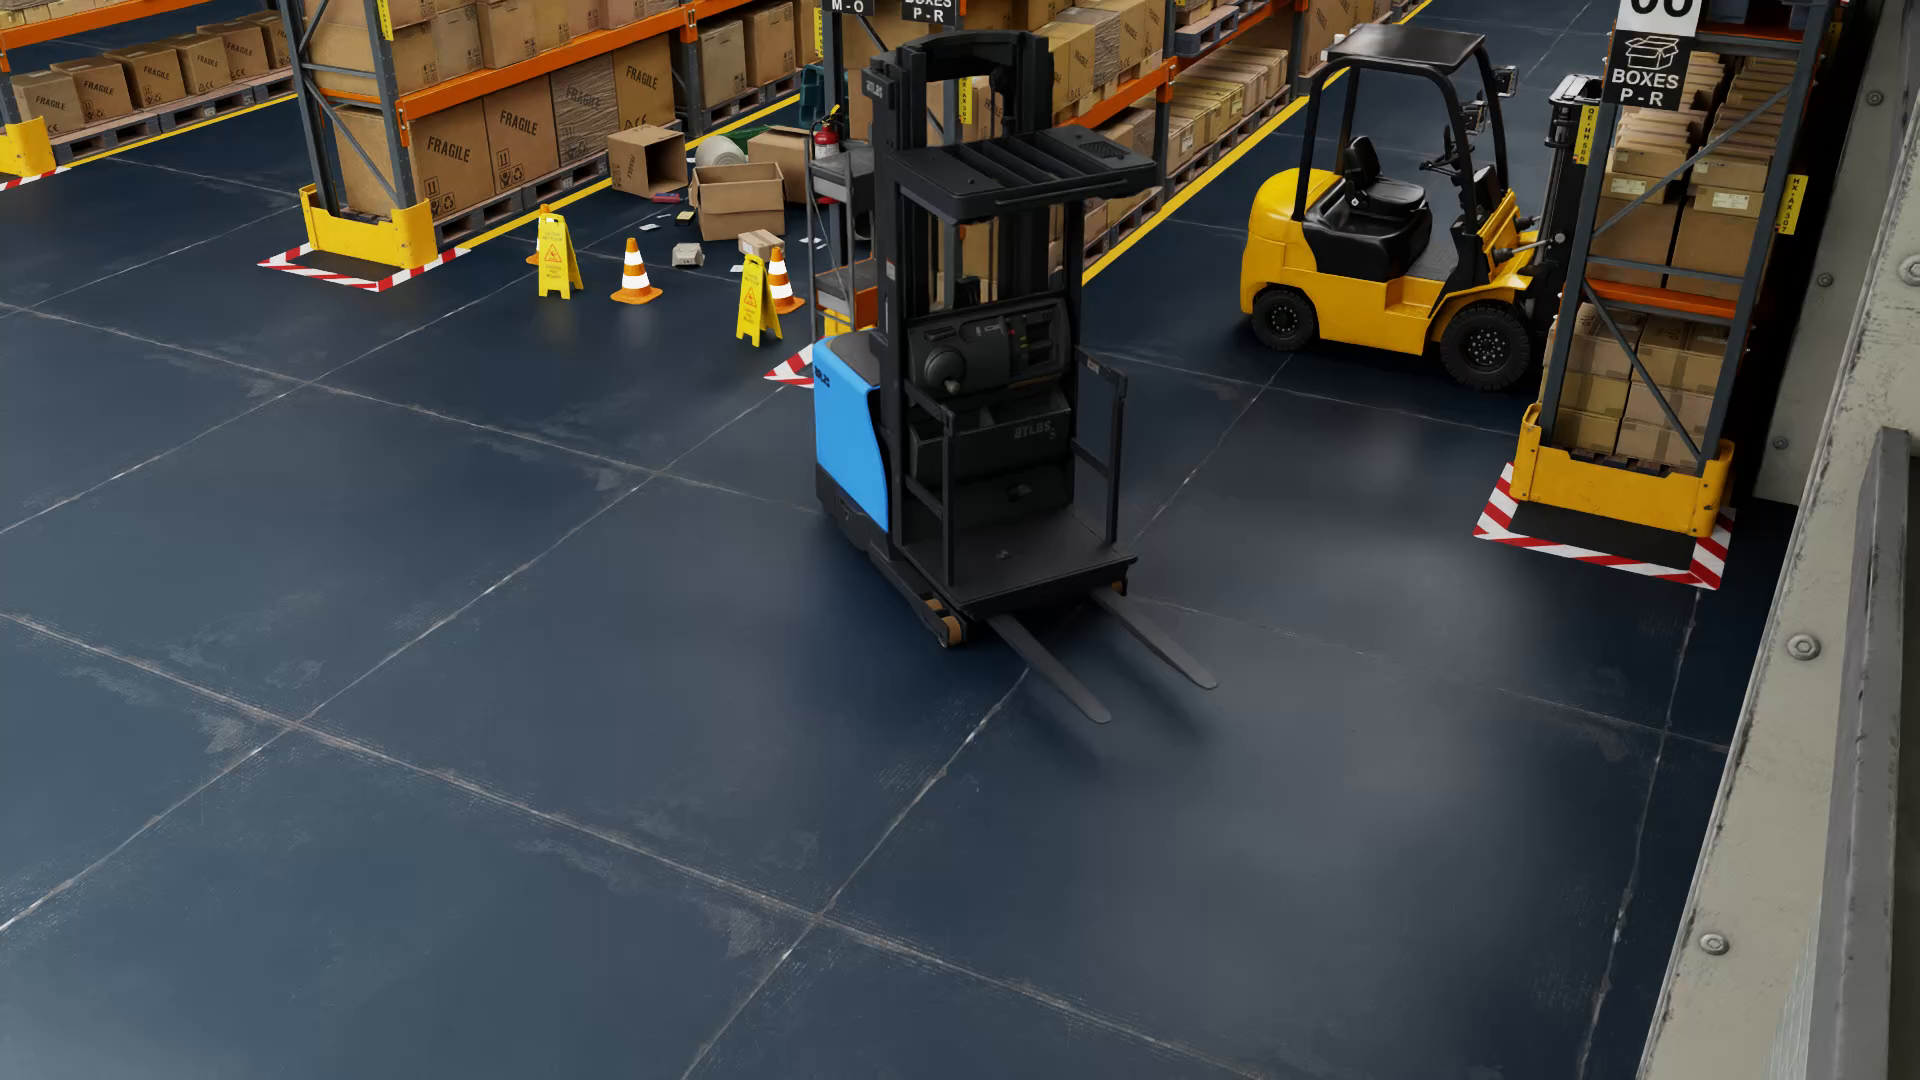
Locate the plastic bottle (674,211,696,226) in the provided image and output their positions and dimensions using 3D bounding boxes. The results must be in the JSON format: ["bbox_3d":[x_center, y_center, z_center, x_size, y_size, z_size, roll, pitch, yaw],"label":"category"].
[{"bbox_3d":[-2.411,-2.840,14.633,0.133,0.061,0.283,4,30,6],"label":"plastic bottle"}]

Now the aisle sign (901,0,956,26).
[{"bbox_3d":[-0.203,-3.674,10.526,0.394,0.787,0.004,14,33,23],"label":"aisle sign"}]

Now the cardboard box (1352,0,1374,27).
[{"bbox_3d":[4.400,-6.530,19.821,0.875,0.875,0.875,15,33,25],"label":"cardboard box"}]

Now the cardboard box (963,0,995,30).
[{"bbox_3d":[-0.176,-3.749,11.864,0.700,0.500,0.500,15,33,24],"label":"cardboard box"}]

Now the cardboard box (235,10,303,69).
[{"bbox_3d":[-7.669,-5.596,18.571,0.500,0.500,0.500,13,32,22],"label":"cardboard box"}]

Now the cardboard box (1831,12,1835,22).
[{"bbox_3d":[9.475,-5.654,18.671,0.500,0.500,0.500,14,33,23],"label":"cardboard box"}]

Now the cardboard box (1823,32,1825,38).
[{"bbox_3d":[6.489,-3.833,13.061,0.500,0.250,0.500,14,33,23],"label":"cardboard box"}]

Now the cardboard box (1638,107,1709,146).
[{"bbox_3d":[4.304,-2.513,10.063,0.380,0.149,0.250,15,33,24],"label":"cardboard box"}]

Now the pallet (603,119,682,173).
[{"bbox_3d":[-3.498,-3.968,16.447,1.003,0.211,1.213,14,33,23],"label":"pallet"}]

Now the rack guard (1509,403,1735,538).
[{"bbox_3d":[3.958,-0.426,9.990,1.175,0.500,0.348,14,33,23],"label":"rack guard"}]

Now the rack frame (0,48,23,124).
[{"bbox_3d":[-9.273,-4.893,15.258,1.000,3.000,0.127,14,33,23],"label":"rack frame"}]

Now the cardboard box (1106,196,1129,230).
[{"bbox_3d":[1.107,-2.846,14.034,0.500,0.250,0.500,13,32,22],"label":"cardboard box"}]

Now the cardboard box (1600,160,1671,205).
[{"bbox_3d":[3.878,-2.062,9.578,0.380,0.149,0.250,15,33,24],"label":"cardboard box"}]

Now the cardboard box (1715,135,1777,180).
[{"bbox_3d":[4.489,-2.178,9.481,0.380,0.149,0.250,15,33,25],"label":"cardboard box"}]

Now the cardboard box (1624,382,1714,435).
[{"bbox_3d":[4.368,-0.888,10.122,0.500,0.250,0.500,15,33,24],"label":"cardboard box"}]

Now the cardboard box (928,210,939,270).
[{"bbox_3d":[-0.318,-2.374,12.458,0.500,0.500,0.500,15,33,24],"label":"cardboard box"}]

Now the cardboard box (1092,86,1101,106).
[{"bbox_3d":[0.893,-3.540,13.154,0.380,0.149,0.250,14,33,22],"label":"cardboard box"}]

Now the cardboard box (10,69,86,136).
[{"bbox_3d":[-8.974,-4.264,16.252,0.500,0.500,0.500,21,36,32],"label":"cardboard box"}]

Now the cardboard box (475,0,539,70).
[{"bbox_3d":[-4.177,-4.431,14.304,0.875,0.550,0.550,14,33,23],"label":"cardboard box"}]

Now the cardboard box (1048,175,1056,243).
[{"bbox_3d":[0.407,-2.498,12.674,0.500,0.500,0.500,13,32,21],"label":"cardboard box"}]

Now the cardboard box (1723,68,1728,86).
[{"bbox_3d":[5.202,-3.300,11.732,0.380,0.149,0.250,14,33,23],"label":"cardboard box"}]

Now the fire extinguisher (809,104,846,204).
[{"bbox_3d":[-0.914,-2.665,11.457,0.296,0.674,0.183,14,33,23],"label":"fire extinguisher"}]

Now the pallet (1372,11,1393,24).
[{"bbox_3d":[4.731,-6.396,20.676,1.003,0.211,1.213,14,33,23],"label":"pallet"}]

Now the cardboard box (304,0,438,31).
[{"bbox_3d":[-4.700,-4.412,13.186,0.875,0.550,0.550,14,33,23],"label":"cardboard box"}]

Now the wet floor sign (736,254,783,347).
[{"bbox_3d":[-1.490,-1.782,12.206,0.232,0.644,0.267,-25,38,-36],"label":"wet floor sign"}]

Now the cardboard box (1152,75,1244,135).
[{"bbox_3d":[2.247,-4.322,16.481,0.950,0.372,0.625,15,33,25],"label":"cardboard box"}]

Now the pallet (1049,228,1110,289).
[{"bbox_3d":[0.542,-2.360,13.648,1.003,0.211,1.213,14,33,23],"label":"pallet"}]

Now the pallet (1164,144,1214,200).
[{"bbox_3d":[1.724,-3.554,15.728,1.003,0.211,1.213,14,33,23],"label":"pallet"}]

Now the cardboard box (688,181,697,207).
[{"bbox_3d":[-2.225,-3.131,14.935,0.396,0.266,0.258,21,36,32],"label":"cardboard box"}]

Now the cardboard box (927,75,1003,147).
[{"bbox_3d":[0.012,-2.964,11.501,0.500,0.500,0.500,14,33,23],"label":"cardboard box"}]

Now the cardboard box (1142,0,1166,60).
[{"bbox_3d":[1.390,-4.337,13.891,0.500,0.500,0.500,13,32,22],"label":"cardboard box"}]

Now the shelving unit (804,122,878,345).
[{"bbox_3d":[-0.581,-1.406,10.087,0.503,2.100,0.431,-25,38,-37],"label":"shelving unit"}]

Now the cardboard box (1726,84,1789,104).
[{"bbox_3d":[5.042,-2.754,10.483,0.380,0.149,0.250,14,33,24],"label":"cardboard box"}]

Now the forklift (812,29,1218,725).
[{"bbox_3d":[0.257,-0.960,8.479,1.130,2.935,3.031,-15,33,-24],"label":"forklift"}]

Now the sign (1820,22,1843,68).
[{"bbox_3d":[6.286,-3.578,12.020,0.100,0.325,0.005,14,33,23],"label":"sign"}]

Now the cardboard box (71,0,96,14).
[{"bbox_3d":[-8.577,-5.186,16.021,0.380,0.149,0.250,14,33,23],"label":"cardboard box"}]

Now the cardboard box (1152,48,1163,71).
[{"bbox_3d":[1.496,-4.098,14.126,0.380,0.149,0.250,14,33,23],"label":"cardboard box"}]

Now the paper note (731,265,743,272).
[{"bbox_3d":[-1.793,-2.228,13.599,0.148,0.019,0.142,4,30,6],"label":"paper note"}]

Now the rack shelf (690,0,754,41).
[{"bbox_3d":[-2.171,-6.071,18.032,1.077,0.370,4.000,14,33,23],"label":"rack shelf"}]

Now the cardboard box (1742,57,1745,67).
[{"bbox_3d":[6.015,-3.951,13.266,0.500,0.250,0.500,13,32,22],"label":"cardboard box"}]

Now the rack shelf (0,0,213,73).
[{"bbox_3d":[-8.362,-5.468,16.982,1.077,0.370,4.000,14,33,23],"label":"rack shelf"}]

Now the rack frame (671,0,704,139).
[{"bbox_3d":[-3.082,-5.496,16.309,1.000,3.000,0.127,14,33,23],"label":"rack frame"}]

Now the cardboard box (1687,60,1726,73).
[{"bbox_3d":[4.866,-3.084,11.058,0.380,0.149,0.250,14,33,23],"label":"cardboard box"}]

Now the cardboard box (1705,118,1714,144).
[{"bbox_3d":[4.657,-2.522,11.029,0.500,0.500,0.500,15,33,24],"label":"cardboard box"}]

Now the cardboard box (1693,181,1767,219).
[{"bbox_3d":[4.355,-1.937,9.359,0.380,0.149,0.250,13,32,22],"label":"cardboard box"}]

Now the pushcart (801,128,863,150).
[{"bbox_3d":[-0.681,-3.776,15.947,1.648,0.377,0.936,4,30,6],"label":"pushcart"}]

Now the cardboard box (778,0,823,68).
[{"bbox_3d":[-2.012,-5.838,18.742,1.050,0.750,0.750,15,33,24],"label":"cardboard box"}]

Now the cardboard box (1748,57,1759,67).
[{"bbox_3d":[5.655,-3.315,11.460,0.380,0.149,0.250,14,33,23],"label":"cardboard box"}]

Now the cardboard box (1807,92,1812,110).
[{"bbox_3d":[5.597,-2.857,11.612,0.500,0.500,0.500,15,33,24],"label":"cardboard box"}]

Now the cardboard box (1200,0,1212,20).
[{"bbox_3d":[2.026,-4.773,14.881,0.380,0.149,0.250,15,33,24],"label":"cardboard box"}]

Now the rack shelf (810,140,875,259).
[{"bbox_3d":[-0.579,-2.002,9.747,0.480,0.518,0.431,-25,38,-37],"label":"rack shelf"}]
